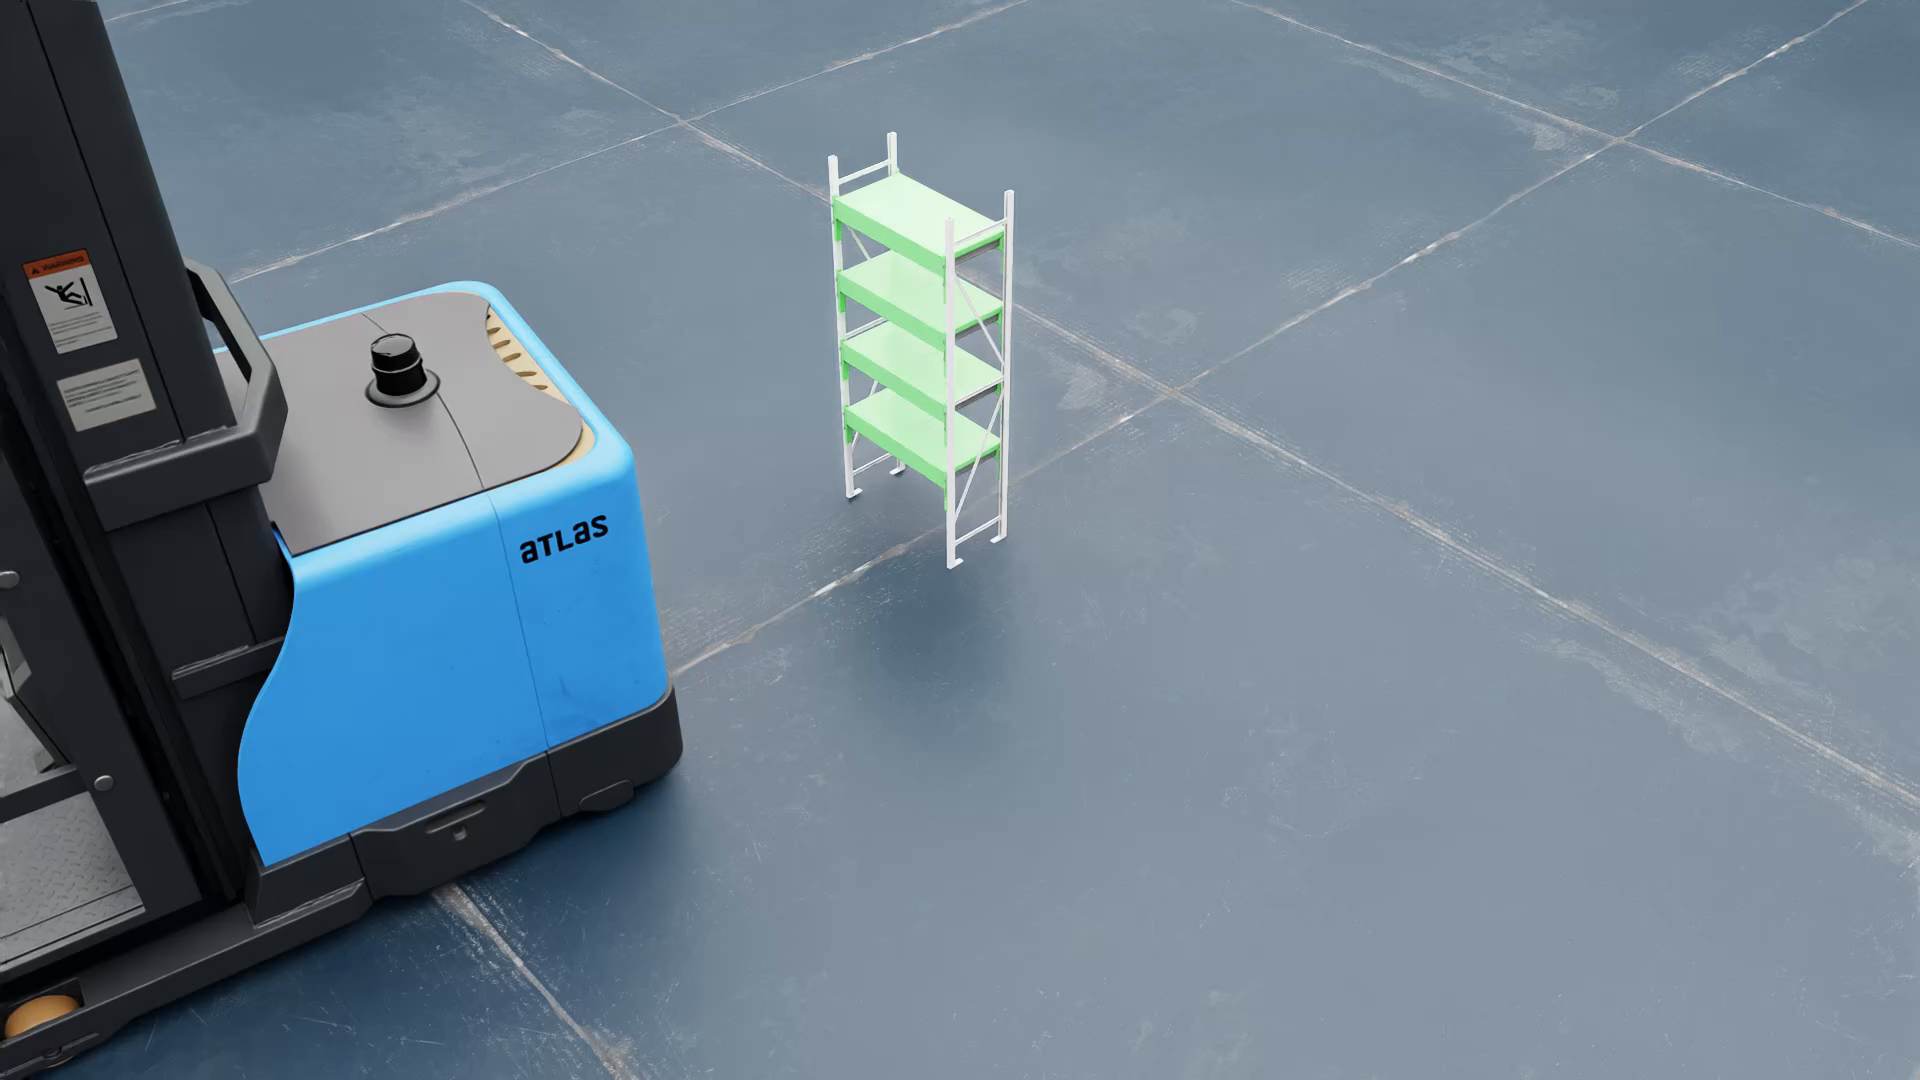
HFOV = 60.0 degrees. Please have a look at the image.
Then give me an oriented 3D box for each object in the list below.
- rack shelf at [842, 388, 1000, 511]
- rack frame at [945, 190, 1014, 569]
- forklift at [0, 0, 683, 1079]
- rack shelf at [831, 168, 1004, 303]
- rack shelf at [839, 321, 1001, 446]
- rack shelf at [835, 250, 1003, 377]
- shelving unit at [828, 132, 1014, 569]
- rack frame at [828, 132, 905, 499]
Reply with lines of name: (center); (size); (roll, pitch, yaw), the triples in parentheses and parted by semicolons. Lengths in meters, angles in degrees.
rack shelf: (-0.112, -0.307, 5.159); (0.258, 0.148, 0.480); (-30, 48, -32)
rack frame: (0.053, -0.430, 4.828); (0.240, 1.200, 0.015); (-30, 48, -32)
forklift: (-2.256, -0.260, 3.239); (3.031, 2.935, 1.130); (-22, 44, -25)
rack shelf: (-0.112, -0.867, 4.706); (0.258, 0.148, 0.480); (-30, 48, -32)
rack shelf: (-0.112, -0.494, 5.008); (0.258, 0.148, 0.480); (-30, 48, -32)
rack shelf: (-0.112, -0.680, 4.857); (0.258, 0.148, 0.480); (-30, 48, -32)
shelving unit: (-0.112, -0.543, 4.968); (0.258, 1.200, 0.503); (-30, 48, -32)
rack frame: (-0.277, -0.656, 5.108); (0.240, 1.200, 0.015); (-30, 48, -32)
